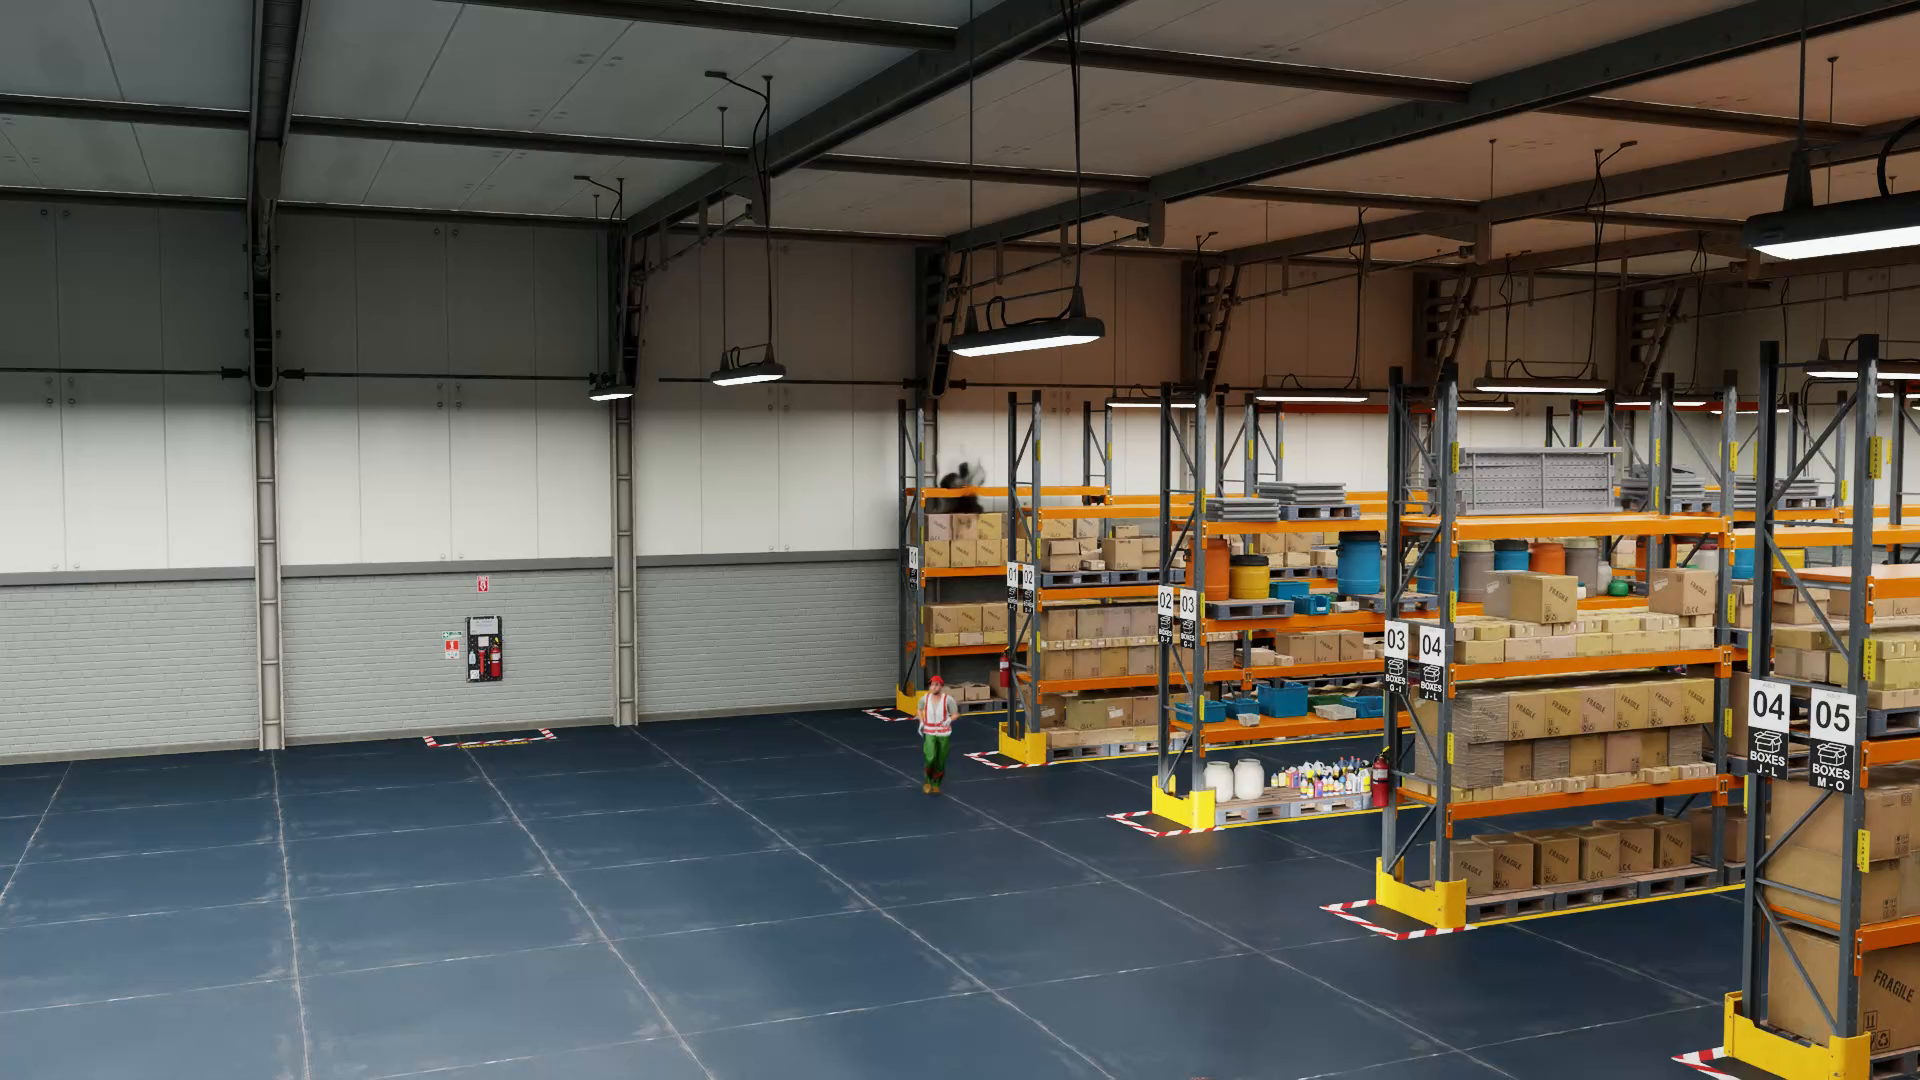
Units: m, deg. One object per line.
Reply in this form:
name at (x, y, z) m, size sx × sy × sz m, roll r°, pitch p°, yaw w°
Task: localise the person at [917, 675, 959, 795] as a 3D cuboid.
person at (-0.332, 2.856, 24.250) m, size 0.625 × 1.762 × 0.659 m, roll 0°, pitch 3°, yaw 3°
